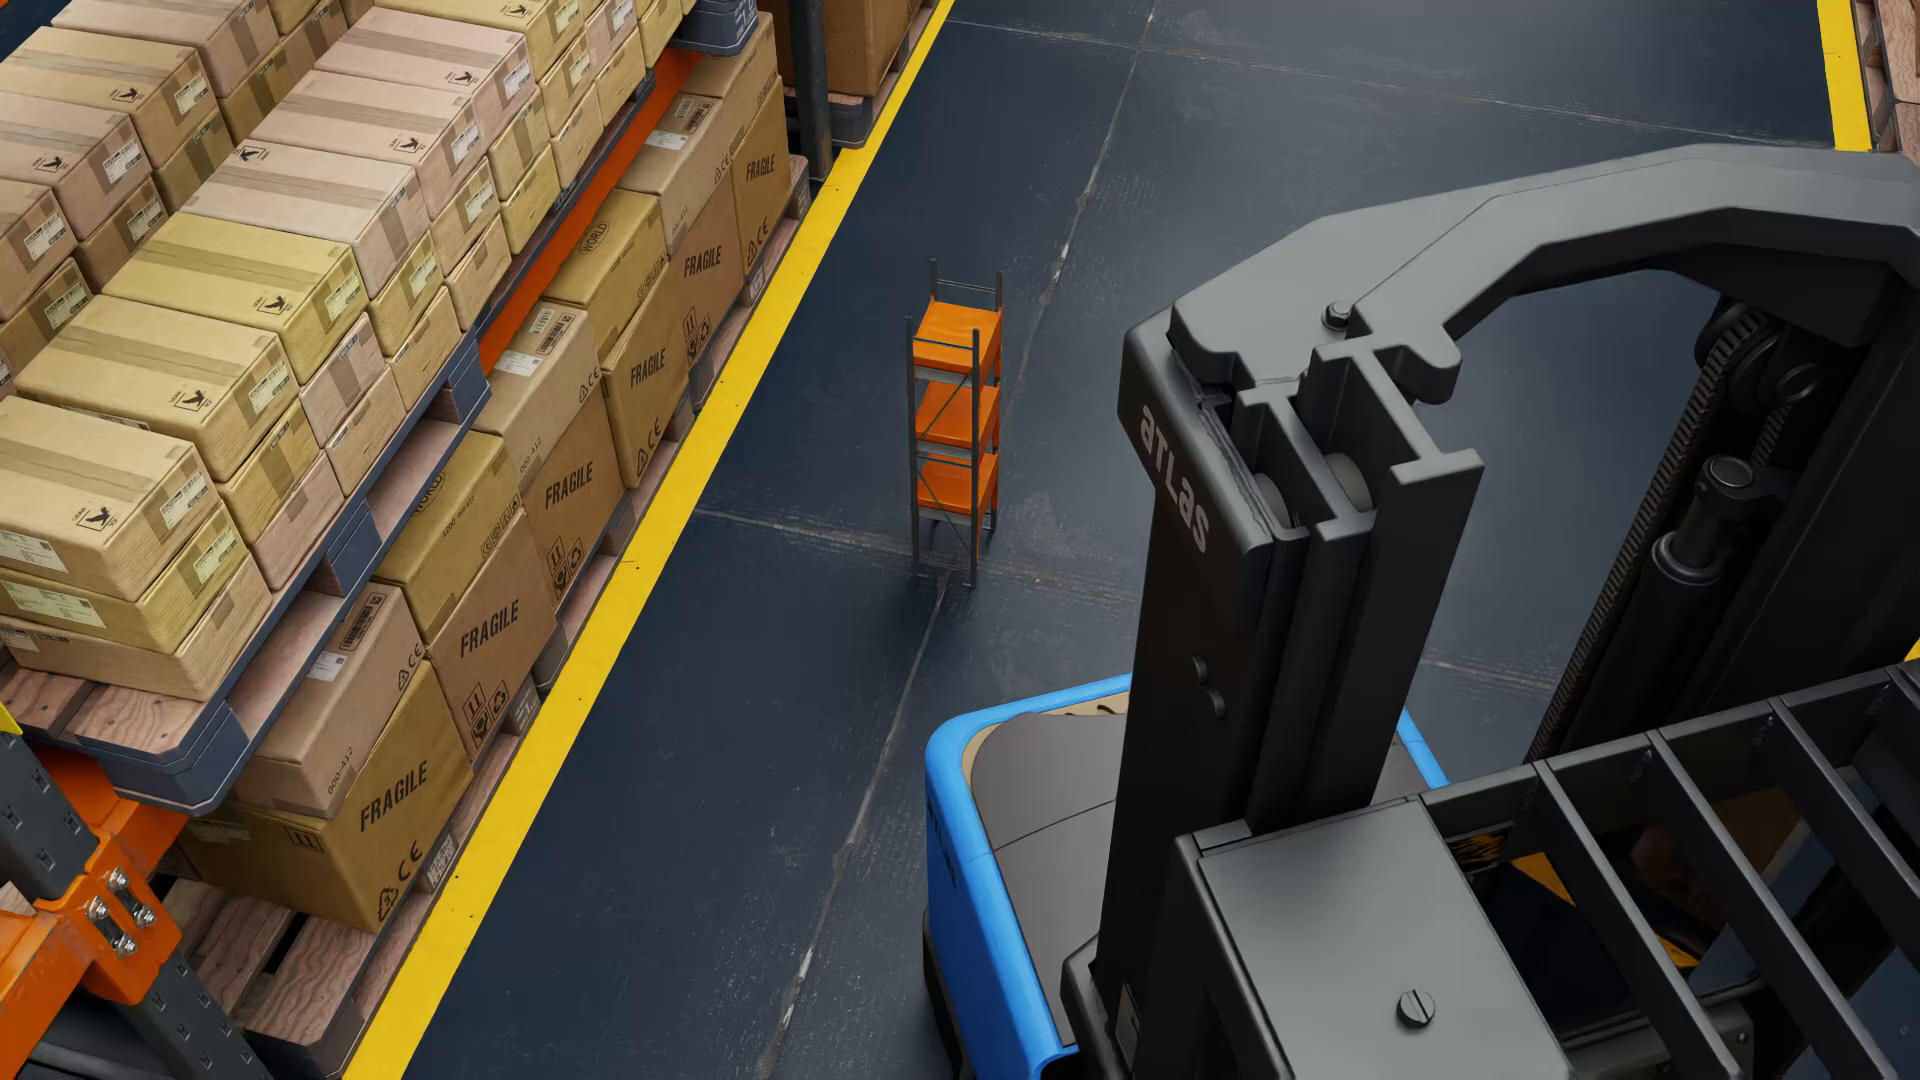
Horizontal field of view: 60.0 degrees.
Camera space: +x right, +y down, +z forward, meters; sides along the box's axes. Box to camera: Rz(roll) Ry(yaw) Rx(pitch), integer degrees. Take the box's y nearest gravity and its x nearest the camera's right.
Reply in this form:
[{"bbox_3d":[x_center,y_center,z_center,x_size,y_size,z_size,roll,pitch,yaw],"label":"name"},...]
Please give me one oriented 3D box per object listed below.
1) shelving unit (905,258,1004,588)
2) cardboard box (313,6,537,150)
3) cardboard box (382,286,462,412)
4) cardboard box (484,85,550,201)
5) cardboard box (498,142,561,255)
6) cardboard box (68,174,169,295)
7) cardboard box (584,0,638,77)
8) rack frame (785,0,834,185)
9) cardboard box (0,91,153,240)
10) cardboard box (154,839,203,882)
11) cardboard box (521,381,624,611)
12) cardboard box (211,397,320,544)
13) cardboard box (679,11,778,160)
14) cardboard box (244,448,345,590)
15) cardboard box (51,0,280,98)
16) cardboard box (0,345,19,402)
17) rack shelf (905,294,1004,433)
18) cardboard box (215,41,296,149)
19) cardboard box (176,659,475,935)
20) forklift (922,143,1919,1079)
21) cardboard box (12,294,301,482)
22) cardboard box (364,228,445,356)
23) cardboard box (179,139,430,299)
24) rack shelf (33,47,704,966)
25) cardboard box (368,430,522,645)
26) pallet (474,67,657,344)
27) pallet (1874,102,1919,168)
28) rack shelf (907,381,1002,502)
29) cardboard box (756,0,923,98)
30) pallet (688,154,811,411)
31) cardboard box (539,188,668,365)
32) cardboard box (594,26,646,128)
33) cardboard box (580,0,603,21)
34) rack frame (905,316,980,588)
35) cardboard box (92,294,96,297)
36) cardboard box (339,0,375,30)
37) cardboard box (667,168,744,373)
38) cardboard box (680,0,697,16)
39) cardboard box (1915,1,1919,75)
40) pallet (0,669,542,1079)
[{"bbox_3d":[-0.014,-0.309,4.822,0.215,1.050,0.252,12,50,10],"label":"shelving unit"},{"bbox_3d":[-1.162,-1.008,3.630,0.380,0.149,0.250,13,50,11],"label":"cardboard box"},{"bbox_3d":[-1.298,-0.439,3.524,0.380,0.149,0.250,12,50,10],"label":"cardboard box"},{"bbox_3d":[-1.161,-0.925,3.754,0.380,0.149,0.250,11,49,9],"label":"cardboard box"},{"bbox_3d":[-1.163,-0.822,3.862,0.380,0.149,0.250,11,49,9],"label":"cardboard box"},{"bbox_3d":[-1.931,-0.676,3.535,0.380,0.149,0.250,10,49,9],"label":"cardboard box"},{"bbox_3d":[-1.024,-1.293,4.080,0.380,0.149,0.250,13,50,11],"label":"cardboard box"},{"bbox_3d":[-0.996,-2.519,5.473,1.000,3.000,0.127,12,50,10],"label":"rack frame"},{"bbox_3d":[-1.923,-0.779,3.427,0.380,0.149,0.250,11,50,10],"label":"cardboard box"},{"bbox_3d":[-2.097,0.477,4.215,0.500,0.500,0.500,11,49,9],"label":"cardboard box"},{"bbox_3d":[-1.336,-0.185,4.799,0.500,0.500,0.500,12,50,11],"label":"cardboard box"},{"bbox_3d":[-1.435,-0.162,3.082,0.380,0.149,0.250,11,49,9],"label":"cardboard box"},{"bbox_3d":[-0.923,-1.533,5.489,0.500,0.250,0.500,11,49,9],"label":"cardboard box"},{"bbox_3d":[-1.434,-0.078,3.205,0.380,0.149,0.250,12,50,11],"label":"cardboard box"},{"bbox_3d":[-1.788,-1.150,3.755,0.380,0.149,0.250,10,49,8],"label":"cardboard box"},{"bbox_3d":[-2.067,-0.298,3.201,0.380,0.149,0.250,12,50,10],"label":"cardboard box"},{"bbox_3d":[-0.014,-0.489,4.617,0.215,0.259,0.240,12,50,10],"label":"rack shelf"},{"bbox_3d":[-1.791,-1.061,3.875,0.380,0.149,0.250,12,50,10],"label":"cardboard box"},{"bbox_3d":[-1.599,0.580,4.125,0.500,0.500,0.500,13,50,11],"label":"cardboard box"},{"bbox_3d":[0.821,1.081,2.341,1.130,2.935,3.031,-13,50,-11],"label":"forklift"},{"bbox_3d":[-1.434,-0.276,2.984,0.380,0.149,0.250,13,50,11],"label":"cardboard box"},{"bbox_3d":[-1.300,-0.537,3.413,0.380,0.149,0.250,10,49,8],"label":"cardboard box"},{"bbox_3d":[-1.296,-0.641,3.306,0.380,0.149,0.250,11,49,10],"label":"cardboard box"},{"bbox_3d":[-1.523,-0.835,4.466,1.077,0.370,4.000,12,50,10],"label":"rack shelf"},{"bbox_3d":[-1.462,-0.054,4.184,0.500,0.250,0.500,13,50,11],"label":"cardboard box"},{"bbox_3d":[-1.478,-1.016,4.274,1.003,0.211,1.213,12,50,10],"label":"pallet"},{"bbox_3d":[3.969,-1.110,6.089,1.003,0.211,1.213,12,50,10],"label":"pallet"},{"bbox_3d":[-0.014,-0.302,4.830,0.215,0.259,0.240,12,50,10],"label":"rack shelf"},{"bbox_3d":[-0.749,-2.337,6.532,1.050,0.750,0.750,11,49,10],"label":"cardboard box"},{"bbox_3d":[-1.203,-1.032,6.020,1.003,0.211,1.213,12,50,10],"label":"pallet"},{"bbox_3d":[-1.195,-0.801,4.843,0.500,0.250,0.500,13,50,11],"label":"cardboard box"},{"bbox_3d":[-1.025,-1.201,4.197,0.380,0.149,0.250,13,50,11],"label":"cardboard box"},{"bbox_3d":[-1.025,-1.392,3.969,0.380,0.149,0.250,14,50,12],"label":"cardboard box"},{"bbox_3d":[-0.046,-0.220,4.744,0.200,1.050,0.008,12,50,10],"label":"rack frame"},{"bbox_3d":[-1.934,-0.557,3.629,0.380,0.149,0.250,9,49,8],"label":"cardboard box"},{"bbox_3d":[-1.655,-1.432,4.202,0.380,0.149,0.250,11,50,10],"label":"cardboard box"},{"bbox_3d":[-1.058,-0.929,5.456,0.500,0.500,0.500,13,50,12],"label":"cardboard box"},{"bbox_3d":[-0.886,-1.583,4.534,0.380,0.149,0.250,11,49,10],"label":"cardboard box"},{"bbox_3d":[4.196,-2.090,6.467,0.700,0.500,0.500,15,50,13],"label":"cardboard box"},{"bbox_3d":[-1.846,0.733,4.462,1.003,0.211,1.213,12,50,10],"label":"pallet"}]
